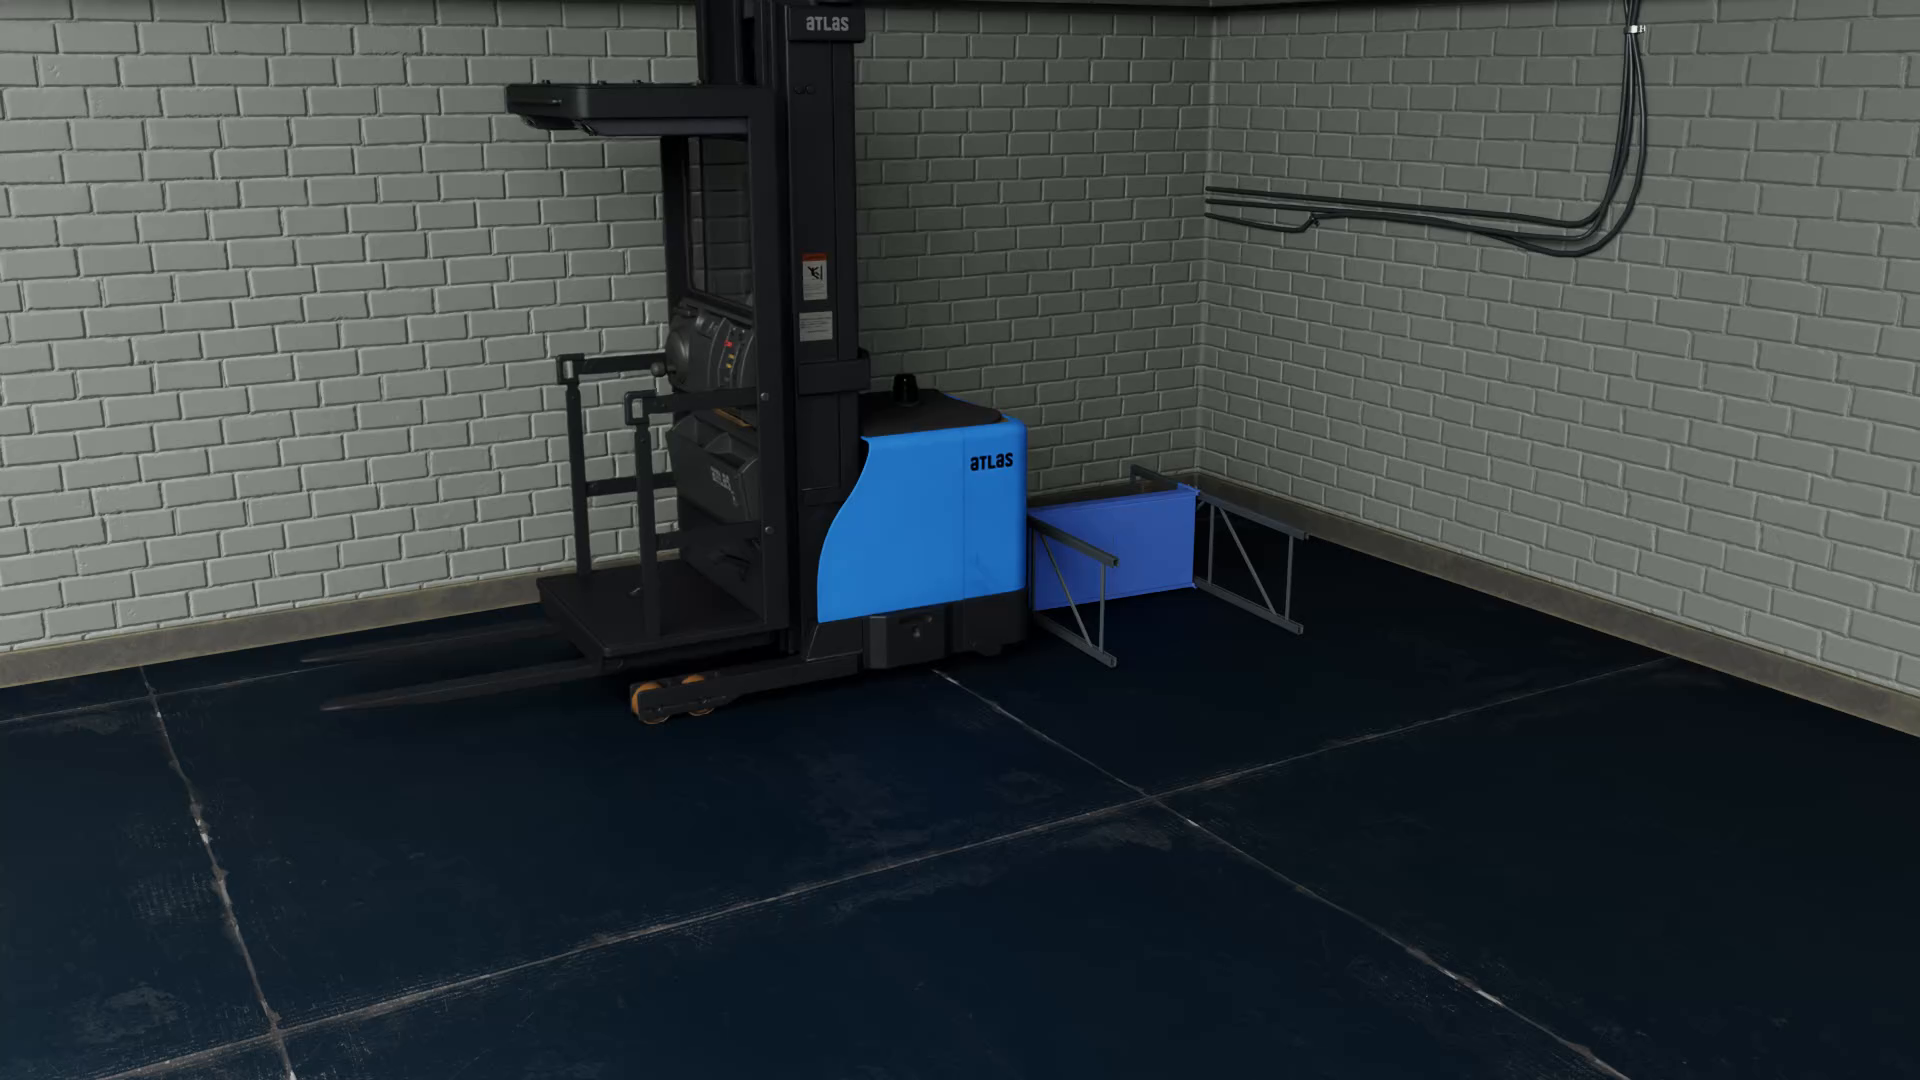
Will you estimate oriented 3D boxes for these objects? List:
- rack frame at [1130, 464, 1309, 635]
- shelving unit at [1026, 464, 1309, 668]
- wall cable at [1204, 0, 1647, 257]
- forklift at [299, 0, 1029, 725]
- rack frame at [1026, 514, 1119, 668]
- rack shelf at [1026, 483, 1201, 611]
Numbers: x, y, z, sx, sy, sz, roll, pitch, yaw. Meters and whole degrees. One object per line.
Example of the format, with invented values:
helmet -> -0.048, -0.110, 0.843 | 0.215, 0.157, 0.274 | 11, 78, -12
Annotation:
rack frame -> 1.259, 0.018, 8.348 | 0.032, 0.500, 1.500 | -8, 17, -25
shelving unit -> 0.803, 0.078, 8.133 | 1.048, 0.538, 1.500 | -8, 17, -25
wall cable -> 2.188, -2.770, 8.371 | 0.112, 2.526, 3.097 | -9, 18, -30
forklift -> -1.234, -0.826, 6.925 | 3.031, 2.935, 1.130 | -8, 18, -27
rack frame -> 0.346, 0.139, 7.918 | 0.032, 0.500, 1.500 | -8, 17, -25
rack shelf -> 0.723, 0.035, 8.289 | 1.000, 0.538, 0.185 | -8, 17, -25
